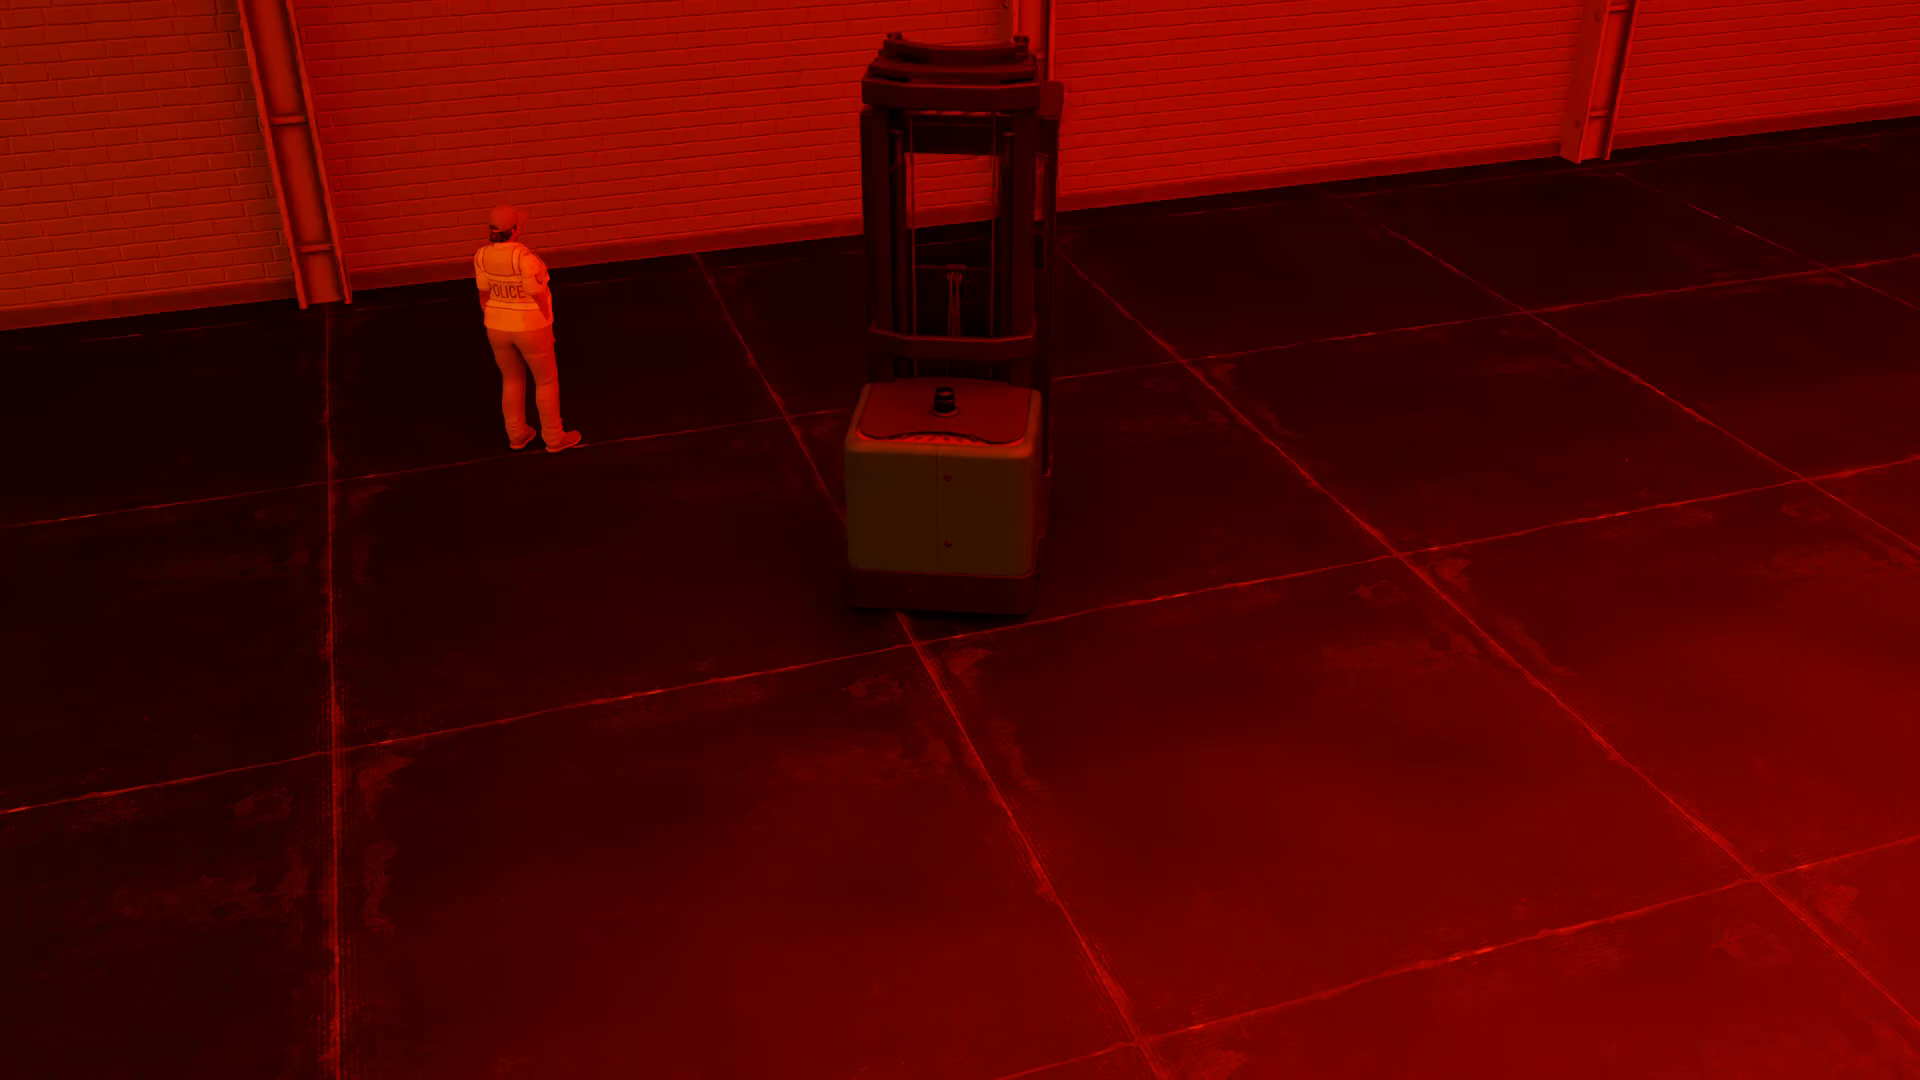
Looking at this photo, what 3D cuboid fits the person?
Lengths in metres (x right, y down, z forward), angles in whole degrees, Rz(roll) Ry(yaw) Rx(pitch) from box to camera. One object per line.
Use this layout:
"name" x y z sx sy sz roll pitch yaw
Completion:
"person" -2.816 -1.357 10.724 0.484 1.668 0.386 7 31 13

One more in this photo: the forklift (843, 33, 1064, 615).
"forklift" 0.019 -1.566 9.809 1.130 2.935 3.031 3 30 5
